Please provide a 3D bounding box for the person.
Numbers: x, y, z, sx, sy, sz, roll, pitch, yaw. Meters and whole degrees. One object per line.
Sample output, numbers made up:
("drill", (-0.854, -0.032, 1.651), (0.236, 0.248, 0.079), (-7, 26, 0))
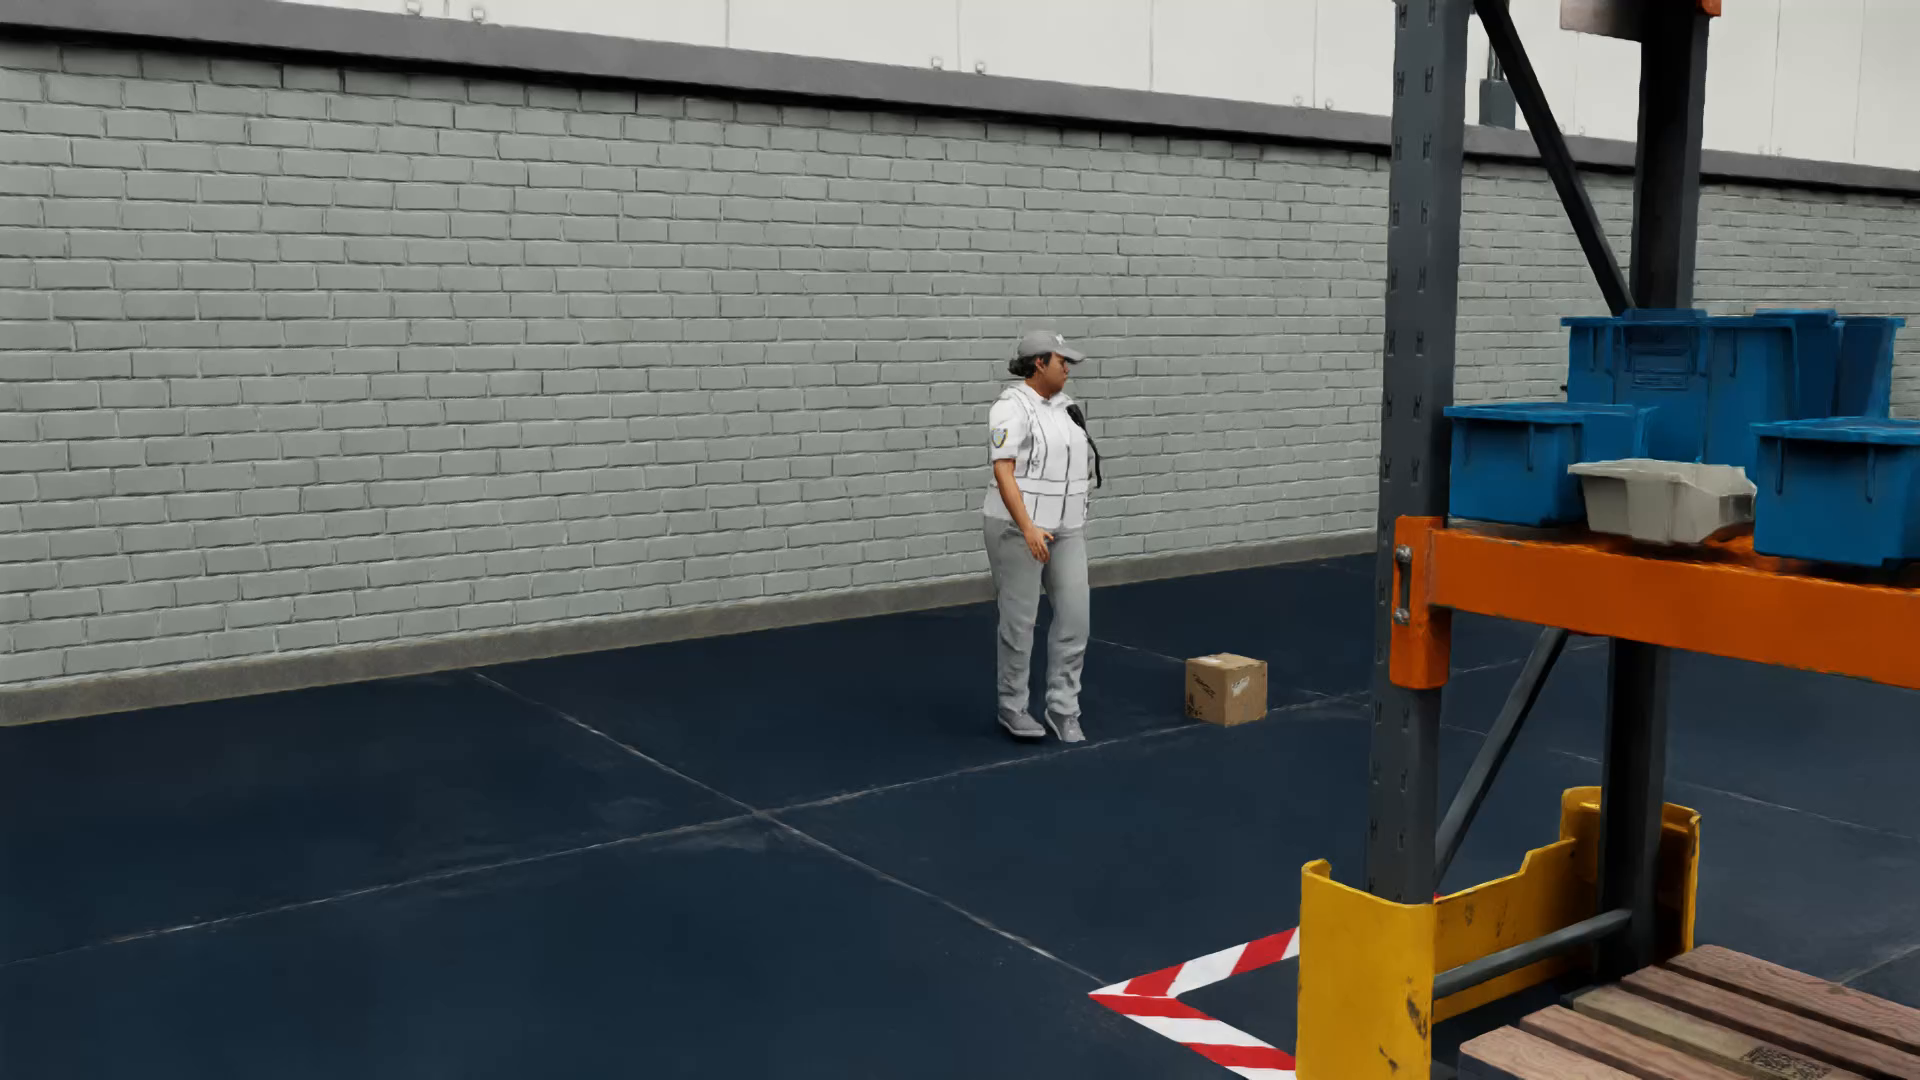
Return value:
("person", (0.347, 0.015, 6.872), (0.502, 1.762, 0.468), (-6, 10, -36))
